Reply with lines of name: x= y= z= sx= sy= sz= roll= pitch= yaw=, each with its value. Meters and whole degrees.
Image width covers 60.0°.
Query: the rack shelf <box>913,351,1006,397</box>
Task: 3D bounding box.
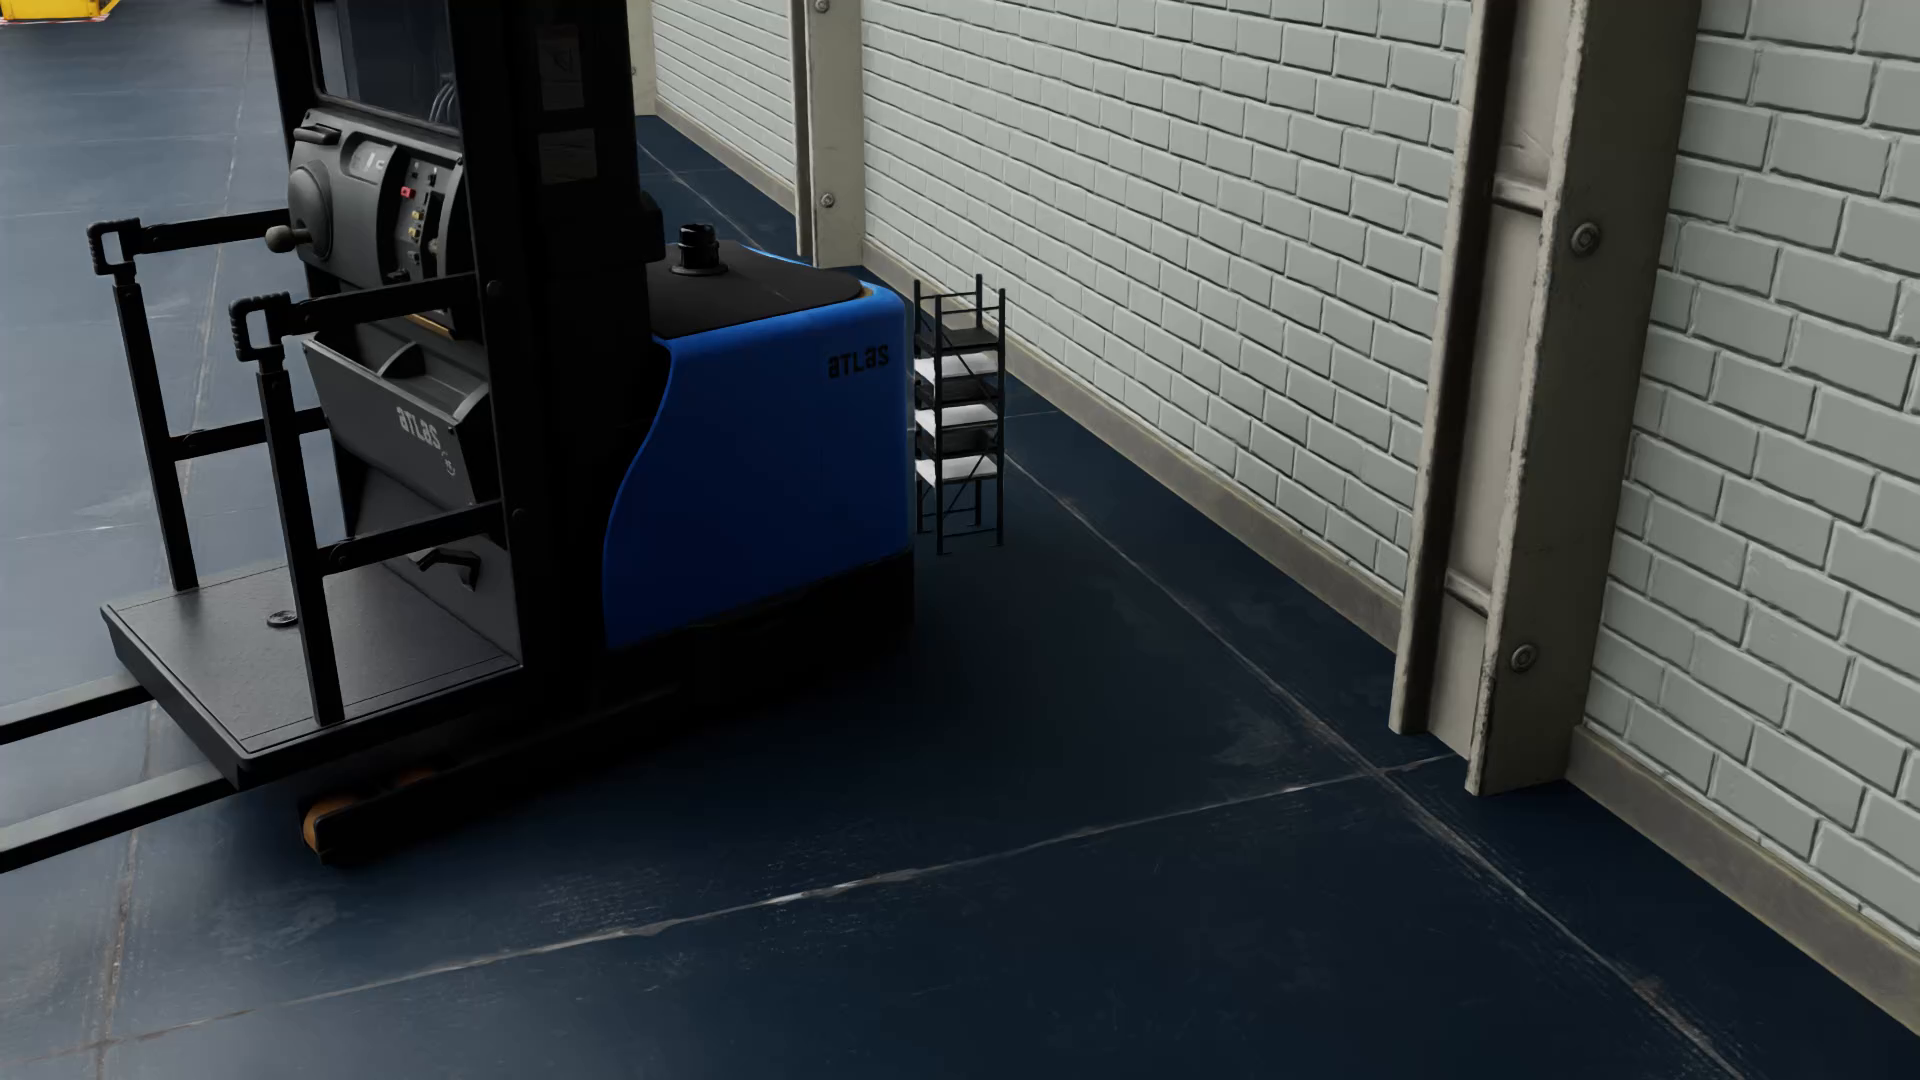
rack shelf: x=-0.003 y=-0.553 z=5.525 sx=0.258 sy=0.077 sz=0.200 roll=-8 pitch=24 yaw=-19

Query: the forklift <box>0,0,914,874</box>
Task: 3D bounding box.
forklift: x=-1.578 y=-0.814 z=3.907 sx=3.031 sy=2.935 sz=1.130 roll=-19 pitch=29 yaw=-37

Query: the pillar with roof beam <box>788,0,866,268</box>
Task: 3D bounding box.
pillar with roof beam: x=-4.766 y=-5.178 z=6.450 sx=9.100 sy=9.000 sz=0.400 roll=-8 pitch=24 yaw=-19

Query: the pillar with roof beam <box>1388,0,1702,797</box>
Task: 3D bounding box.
pillar with roof beam: x=-2.646 y=-2.998 z=1.277 sx=9.100 sy=9.000 sz=0.400 roll=-8 pitch=24 yaw=-19

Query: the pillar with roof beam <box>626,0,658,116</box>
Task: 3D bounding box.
pillar with roof beam: x=-6.885 y=-7.358 z=11.622 sx=9.100 sy=9.000 sz=0.400 roll=-8 pitch=24 yaw=-19

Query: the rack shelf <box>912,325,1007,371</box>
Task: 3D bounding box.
rack shelf: x=-0.003 y=-0.636 z=5.490 sx=0.258 sy=0.077 sz=0.200 roll=-8 pitch=24 yaw=-19

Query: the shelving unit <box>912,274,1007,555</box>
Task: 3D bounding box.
shelving unit: x=-0.003 y=-0.418 z=5.582 sx=0.258 sy=0.900 sz=0.210 roll=-8 pitch=24 yaw=-19

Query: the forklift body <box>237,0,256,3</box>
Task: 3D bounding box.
forklift body: x=-10.071 y=-9.216 z=24.846 sx=2.313 sy=2.155 sz=1.214 roll=-8 pitch=24 yaw=-19

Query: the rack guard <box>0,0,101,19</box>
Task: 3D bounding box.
rack guard: x=-12.364 y=-7.361 z=22.572 sx=1.175 sy=0.500 sz=0.348 roll=-8 pitch=24 yaw=-19

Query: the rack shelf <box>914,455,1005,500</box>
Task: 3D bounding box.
rack shelf: x=-0.003 y=-0.221 z=5.665 sx=0.258 sy=0.077 sz=0.200 roll=-8 pitch=24 yaw=-19

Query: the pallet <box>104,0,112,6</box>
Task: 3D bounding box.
pallet: x=-13.045 y=-7.971 z=24.390 sx=1.003 sy=0.211 sz=1.213 roll=-8 pitch=24 yaw=-19

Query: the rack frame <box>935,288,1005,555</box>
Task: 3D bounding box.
rack frame: x=0.033 y=-0.381 z=5.495 sx=0.240 sy=0.900 sz=0.006 roll=-8 pitch=24 yaw=-19

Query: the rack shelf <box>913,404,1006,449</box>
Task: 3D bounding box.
rack shelf: x=-0.003 y=-0.387 z=5.595 sx=0.258 sy=0.077 sz=0.200 roll=-8 pitch=24 yaw=-19

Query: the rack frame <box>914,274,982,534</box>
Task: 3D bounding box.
rack frame: x=-0.039 y=-0.455 z=5.670 sx=0.240 sy=0.900 sz=0.006 roll=-8 pitch=24 yaw=-19

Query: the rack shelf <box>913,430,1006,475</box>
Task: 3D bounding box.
rack shelf: x=-0.003 y=-0.304 z=5.630 sx=0.258 sy=0.077 sz=0.200 roll=-8 pitch=24 yaw=-19

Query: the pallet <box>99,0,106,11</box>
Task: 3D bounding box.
pallet: x=-12.617 y=-7.528 z=23.340 sx=1.003 sy=0.211 sz=1.213 roll=-8 pitch=24 yaw=-19

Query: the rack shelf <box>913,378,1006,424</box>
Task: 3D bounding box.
rack shelf: x=-0.003 y=-0.470 z=5.560 sx=0.258 sy=0.077 sz=0.200 roll=-8 pitch=24 yaw=-19
